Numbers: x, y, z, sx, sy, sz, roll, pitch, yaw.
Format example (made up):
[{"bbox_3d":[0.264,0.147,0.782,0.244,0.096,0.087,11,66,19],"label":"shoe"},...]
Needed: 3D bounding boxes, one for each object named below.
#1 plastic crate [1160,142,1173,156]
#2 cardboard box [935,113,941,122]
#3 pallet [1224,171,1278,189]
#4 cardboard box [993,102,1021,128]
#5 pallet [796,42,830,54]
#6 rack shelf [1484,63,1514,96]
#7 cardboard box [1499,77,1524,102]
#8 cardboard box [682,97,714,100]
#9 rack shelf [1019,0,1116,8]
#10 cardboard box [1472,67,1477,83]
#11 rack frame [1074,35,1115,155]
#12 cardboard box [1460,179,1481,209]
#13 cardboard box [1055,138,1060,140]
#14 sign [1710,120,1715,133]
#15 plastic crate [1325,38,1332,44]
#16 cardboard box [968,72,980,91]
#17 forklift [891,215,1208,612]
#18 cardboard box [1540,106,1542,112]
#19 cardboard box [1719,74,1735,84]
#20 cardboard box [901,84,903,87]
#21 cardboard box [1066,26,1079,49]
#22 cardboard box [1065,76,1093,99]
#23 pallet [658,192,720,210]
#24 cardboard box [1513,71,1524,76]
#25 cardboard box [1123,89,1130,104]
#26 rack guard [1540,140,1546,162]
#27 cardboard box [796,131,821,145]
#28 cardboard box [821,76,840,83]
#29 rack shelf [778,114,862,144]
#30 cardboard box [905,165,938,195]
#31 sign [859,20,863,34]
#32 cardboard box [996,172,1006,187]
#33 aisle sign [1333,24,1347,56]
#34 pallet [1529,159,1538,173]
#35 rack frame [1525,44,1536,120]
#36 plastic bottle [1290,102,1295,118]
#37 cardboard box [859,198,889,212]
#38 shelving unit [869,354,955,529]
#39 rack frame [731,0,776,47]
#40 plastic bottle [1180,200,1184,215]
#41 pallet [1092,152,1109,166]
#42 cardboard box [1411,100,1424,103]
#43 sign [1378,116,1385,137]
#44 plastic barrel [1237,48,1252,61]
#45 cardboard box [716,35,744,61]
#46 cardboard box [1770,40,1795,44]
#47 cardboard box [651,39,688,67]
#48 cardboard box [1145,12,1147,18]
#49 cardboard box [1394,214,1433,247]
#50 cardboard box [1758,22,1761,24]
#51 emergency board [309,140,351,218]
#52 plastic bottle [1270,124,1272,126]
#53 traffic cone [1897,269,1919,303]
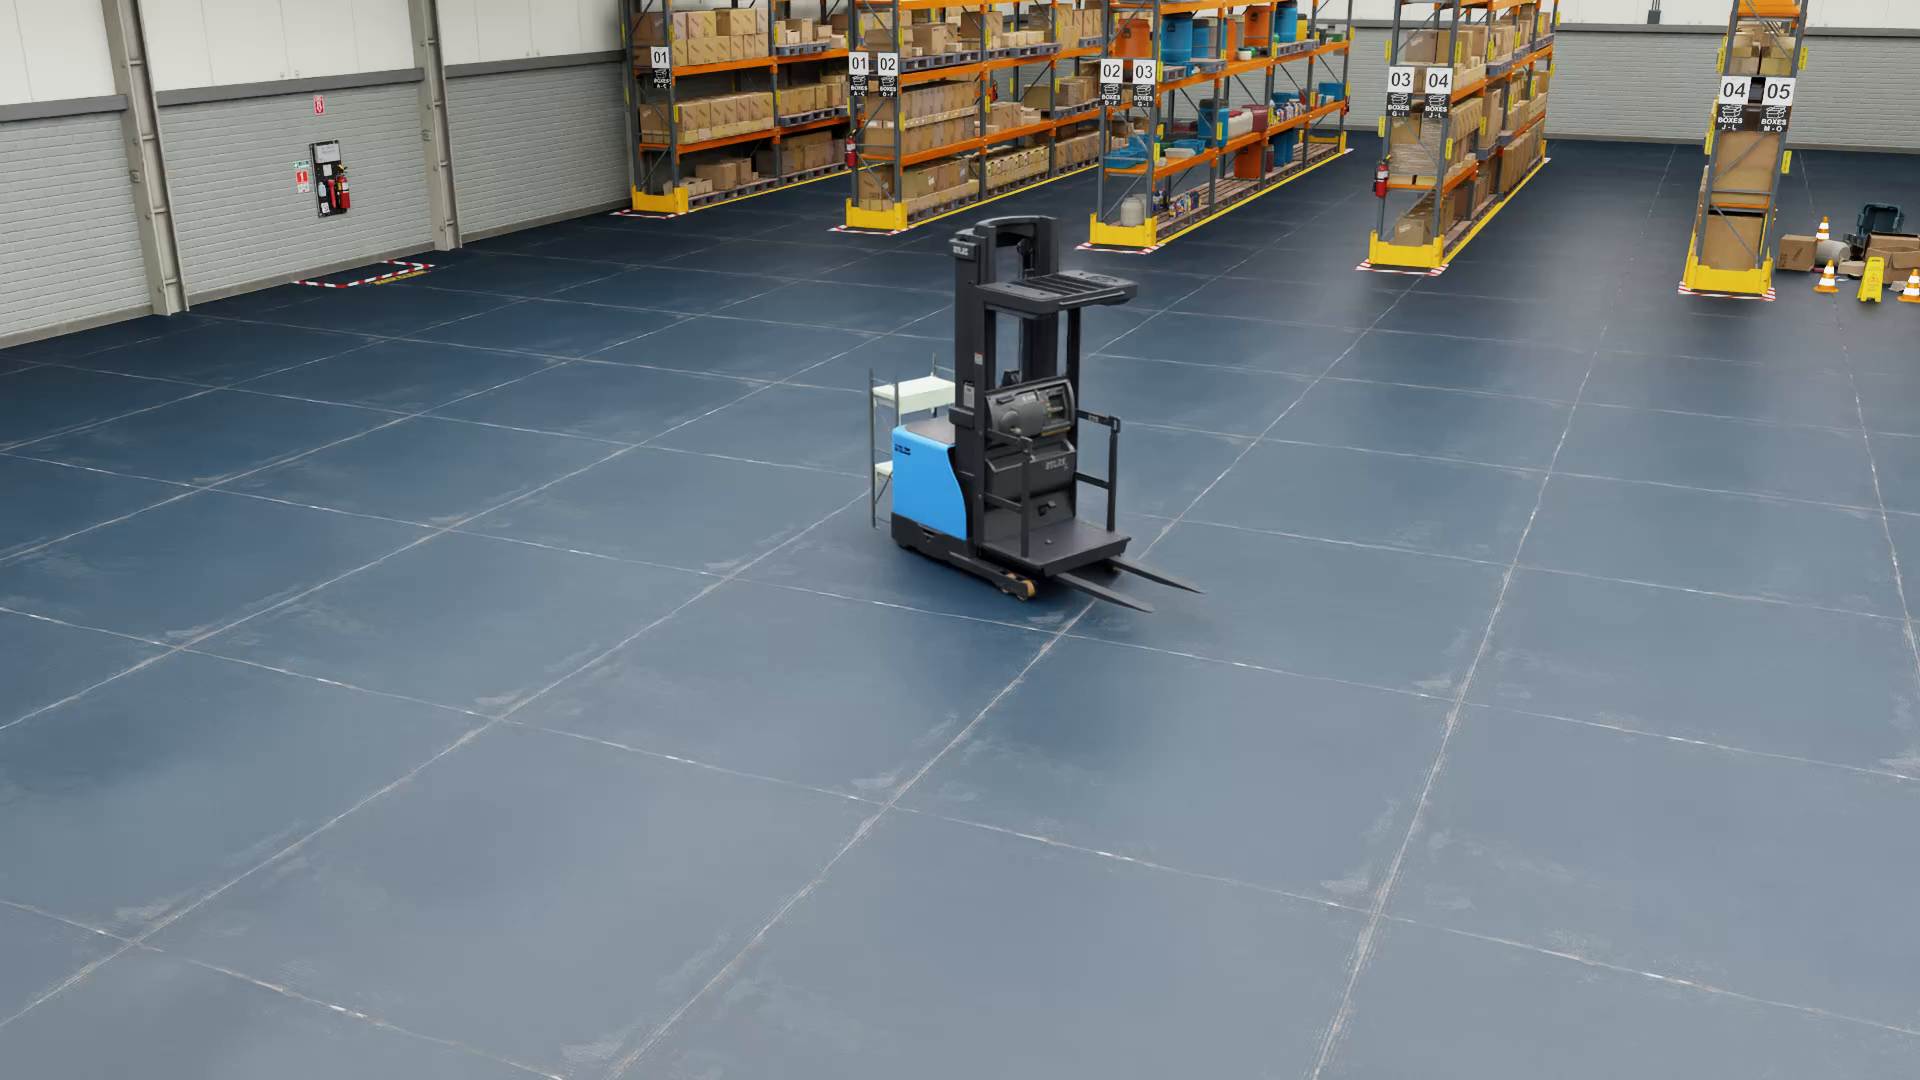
[{"bbox_3d":[3.761,-7.463,31.747,0.450,0.188,0.662,9,21,23],"label":"plastic crate"},{"bbox_3d":[-0.593,-8.310,32.696,0.380,0.149,0.250,9,21,23],"label":"cardboard box"},{"bbox_3d":[6.497,-8.095,37.369,1.003,0.211,1.213,9,21,23],"label":"pallet"},{"bbox_3d":[1.023,-9.375,36.657,0.500,0.500,0.500,7,21,20],"label":"cardboard box"},{"bbox_3d":[-3.692,-11.115,37.503,1.213,0.211,1.003,9,21,23],"label":"pallet"},{"bbox_3d":[9.912,-8.945,32.196,1.077,0.370,4.000,9,21,23],"label":"rack shelf"},{"bbox_3d":[12.115,-10.029,36.998,0.797,0.503,0.637,8,21,21],"label":"cardboard box"},{"bbox_3d":[-5.473,-9.006,34.845,0.500,0.500,0.500,9,21,23],"label":"cardboard box"},{"bbox_3d":[2.514,-12.754,39.024,1.077,0.370,4.000,9,21,23],"label":"rack shelf"},{"bbox_3d":[8.718,-8.112,29.004,0.500,0.250,0.500,8,21,22],"label":"cardboard box"},{"bbox_3d":[3.333,-11.066,41.561,1.000,3.000,0.127,9,21,23],"label":"rack frame"},{"bbox_3d":[9.806,-6.788,32.607,0.700,0.500,0.500,7,21,18],"label":"cardboard box"},{"bbox_3d":[2.076,-9.349,39.807,0.500,0.500,0.500,8,21,21],"label":"cardboard box"},{"bbox_3d":[13.078,-7.128,28.879,0.100,0.325,0.005,9,21,23],"label":"sign"},{"bbox_3d":[8.869,-12.231,40.754,0.437,0.136,0.530,9,21,23],"label":"plastic crate"},{"bbox_3d":[-0.037,-12.727,45.785,0.980,0.700,0.700,8,21,22],"label":"cardboard box"},{"bbox_3d":[0.727,-1.080,13.584,1.130,2.935,3.031,-16,25,-38],"label":"forklift"},{"bbox_3d":[13.745,-10.343,39.904,0.380,0.149,0.250,8,21,21],"label":"cardboard box"},{"bbox_3d":[11.766,-7.014,25.289,0.380,0.149,0.250,9,21,23],"label":"cardboard box"},{"bbox_3d":[-1.760,-11.302,41.603,0.500,0.500,0.500,9,22,24],"label":"cardboard box"},{"bbox_3d":[2.265,-11.756,38.877,0.910,0.500,0.500,9,21,23],"label":"cardboard box"},{"bbox_3d":[2.935,-11.197,41.153,0.700,0.500,0.500,2,20,4],"label":"cardboard box"},{"bbox_3d":[-5.706,-7.029,34.371,1.003,0.211,1.213,9,21,23],"label":"pallet"},{"bbox_3d":[13.360,-11.088,40.285,0.500,0.500,0.500,8,21,21],"label":"cardboard box"},{"bbox_3d":[3.997,-11.388,42.318,0.500,0.500,0.500,9,21,24],"label":"cardboard box"},{"bbox_3d":[14.017,-9.758,41.613,1.175,0.500,0.348,9,21,23],"label":"rack guard"},{"bbox_3d":[-3.570,-9.354,38.701,0.500,0.250,0.500,8,21,22],"label":"cardboard box"},{"bbox_3d":[-3.058,-10.872,39.241,0.380,0.149,0.250,5,20,14],"label":"cardboard box"},{"bbox_3d":[-3.645,-9.571,38.432,1.077,0.370,4.000,9,21,23],"label":"rack shelf"},{"bbox_3d":[-0.762,-7.094,32.751,0.500,0.500,0.500,9,21,23],"label":"cardboard box"},{"bbox_3d":[-2.331,-12.103,39.230,0.100,0.325,0.005,9,21,23],"label":"sign"},{"bbox_3d":[0.659,-7.768,35.765,0.500,0.250,0.500,9,22,24],"label":"cardboard box"},{"bbox_3d":[9.785,-12.814,42.598,0.394,0.787,0.004,9,21,23],"label":"aisle sign"},{"bbox_3d":[13.250,-8.987,39.879,1.003,0.211,1.213,9,21,23],"label":"pallet"},{"bbox_3d":[12.369,-9.705,37.736,1.000,3.000,0.127,9,21,23],"label":"rack frame"},{"bbox_3d":[7.697,-9.979,38.580,0.144,0.351,0.185,9,21,23],"label":"plastic bottle"},{"bbox_3d":[-1.631,-6.504,32.211,0.500,0.250,0.500,9,21,23],"label":"cardboard box"},{"bbox_3d":[-0.396,-0.860,15.103,0.755,1.500,0.431,-16,25,-38],"label":"shelving unit"},{"bbox_3d":[-4.464,-12.125,35.587,1.000,3.000,0.127,9,21,23],"label":"rack frame"},{"bbox_3d":[4.228,-6.347,31.708,0.097,0.271,0.097,0,20,0],"label":"plastic bottle"},{"bbox_3d":[3.035,-9.498,41.314,1.003,0.211,1.213,9,21,23],"label":"pallet"},{"bbox_3d":[8.268,-7.510,29.476,0.500,0.500,0.500,9,21,23],"label":"cardboard box"},{"bbox_3d":[6.957,-6.814,27.405,0.100,0.325,0.005,9,21,23],"label":"sign"},{"bbox_3d":[5.905,-10.089,34.546,0.301,0.262,0.301,0,20,0],"label":"plastic barrel"},{"bbox_3d":[-4.856,-10.253,34.619,0.500,0.500,0.500,8,21,21],"label":"cardboard box"},{"bbox_3d":[13.304,-7.999,26.869,0.380,0.149,0.250,9,21,23],"label":"cardboard box"},{"bbox_3d":[-5.737,-9.614,32.822,0.500,0.500,0.500,9,22,24],"label":"cardboard box"},{"bbox_3d":[4.494,-13.919,43.467,0.700,0.500,0.500,9,21,23],"label":"cardboard box"},{"bbox_3d":[7.726,-5.246,28.299,0.500,0.500,0.500,13,23,33],"label":"cardboard box"},{"bbox_3d":[18.328,-11.700,37.751,0.380,0.149,0.250,8,21,21],"label":"cardboard box"},{"bbox_3d":[-10.108,-5.824,26.823,0.194,1.169,0.643,9,21,23],"label":"emergency board"},{"bbox_3d":[6.861,-9.289,36.740,0.061,0.283,0.133,9,21,23],"label":"plastic bottle"},{"bbox_3d":[14.344,-3.839,25.026,0.336,0.463,0.334,9,21,23],"label":"traffic cone"}]
